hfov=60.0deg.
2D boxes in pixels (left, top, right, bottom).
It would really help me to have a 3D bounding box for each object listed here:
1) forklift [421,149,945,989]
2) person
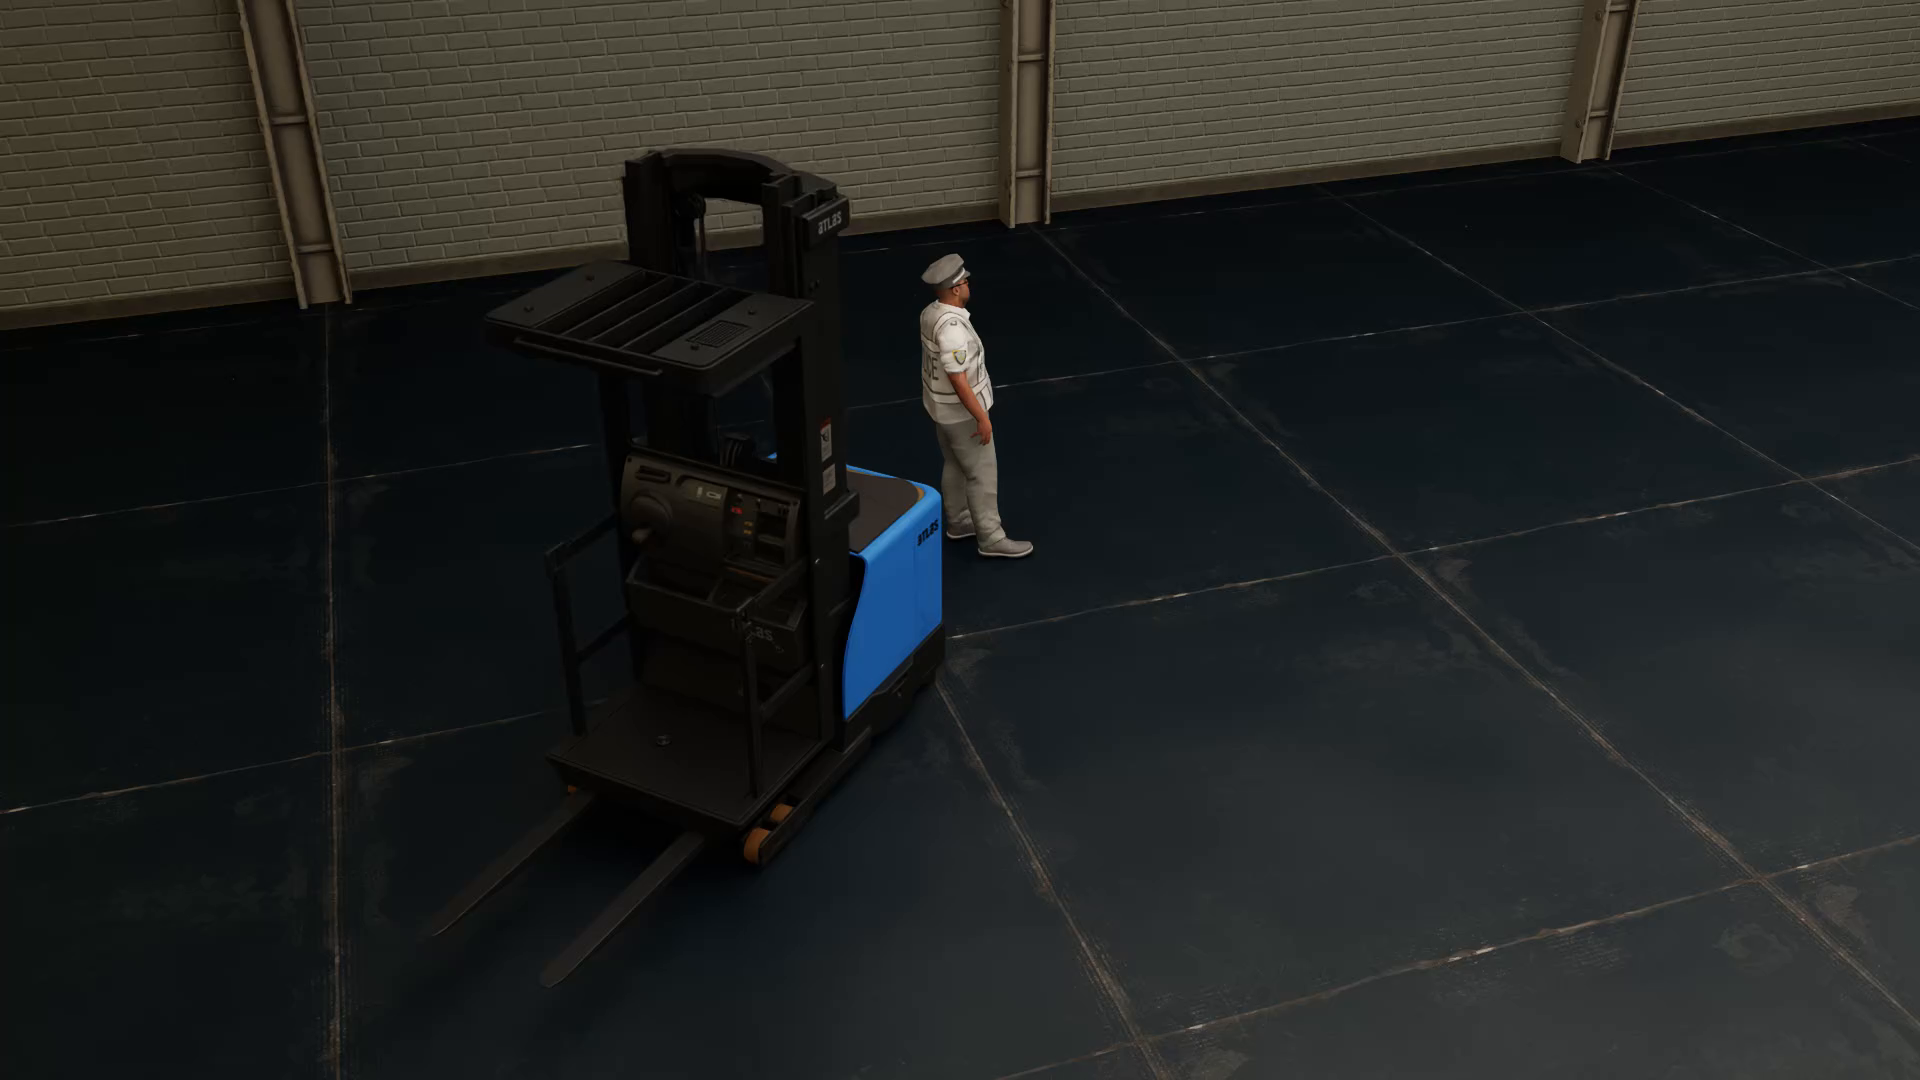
[{"bbox_3d":[-1.207,-0.064,7.197,1.130,2.935,3.031,15,33,24],"label":"forklift"},{"bbox_3d":[0.077,-0.785,9.589,0.575,1.781,0.640,-10,31,-16],"label":"person"}]
